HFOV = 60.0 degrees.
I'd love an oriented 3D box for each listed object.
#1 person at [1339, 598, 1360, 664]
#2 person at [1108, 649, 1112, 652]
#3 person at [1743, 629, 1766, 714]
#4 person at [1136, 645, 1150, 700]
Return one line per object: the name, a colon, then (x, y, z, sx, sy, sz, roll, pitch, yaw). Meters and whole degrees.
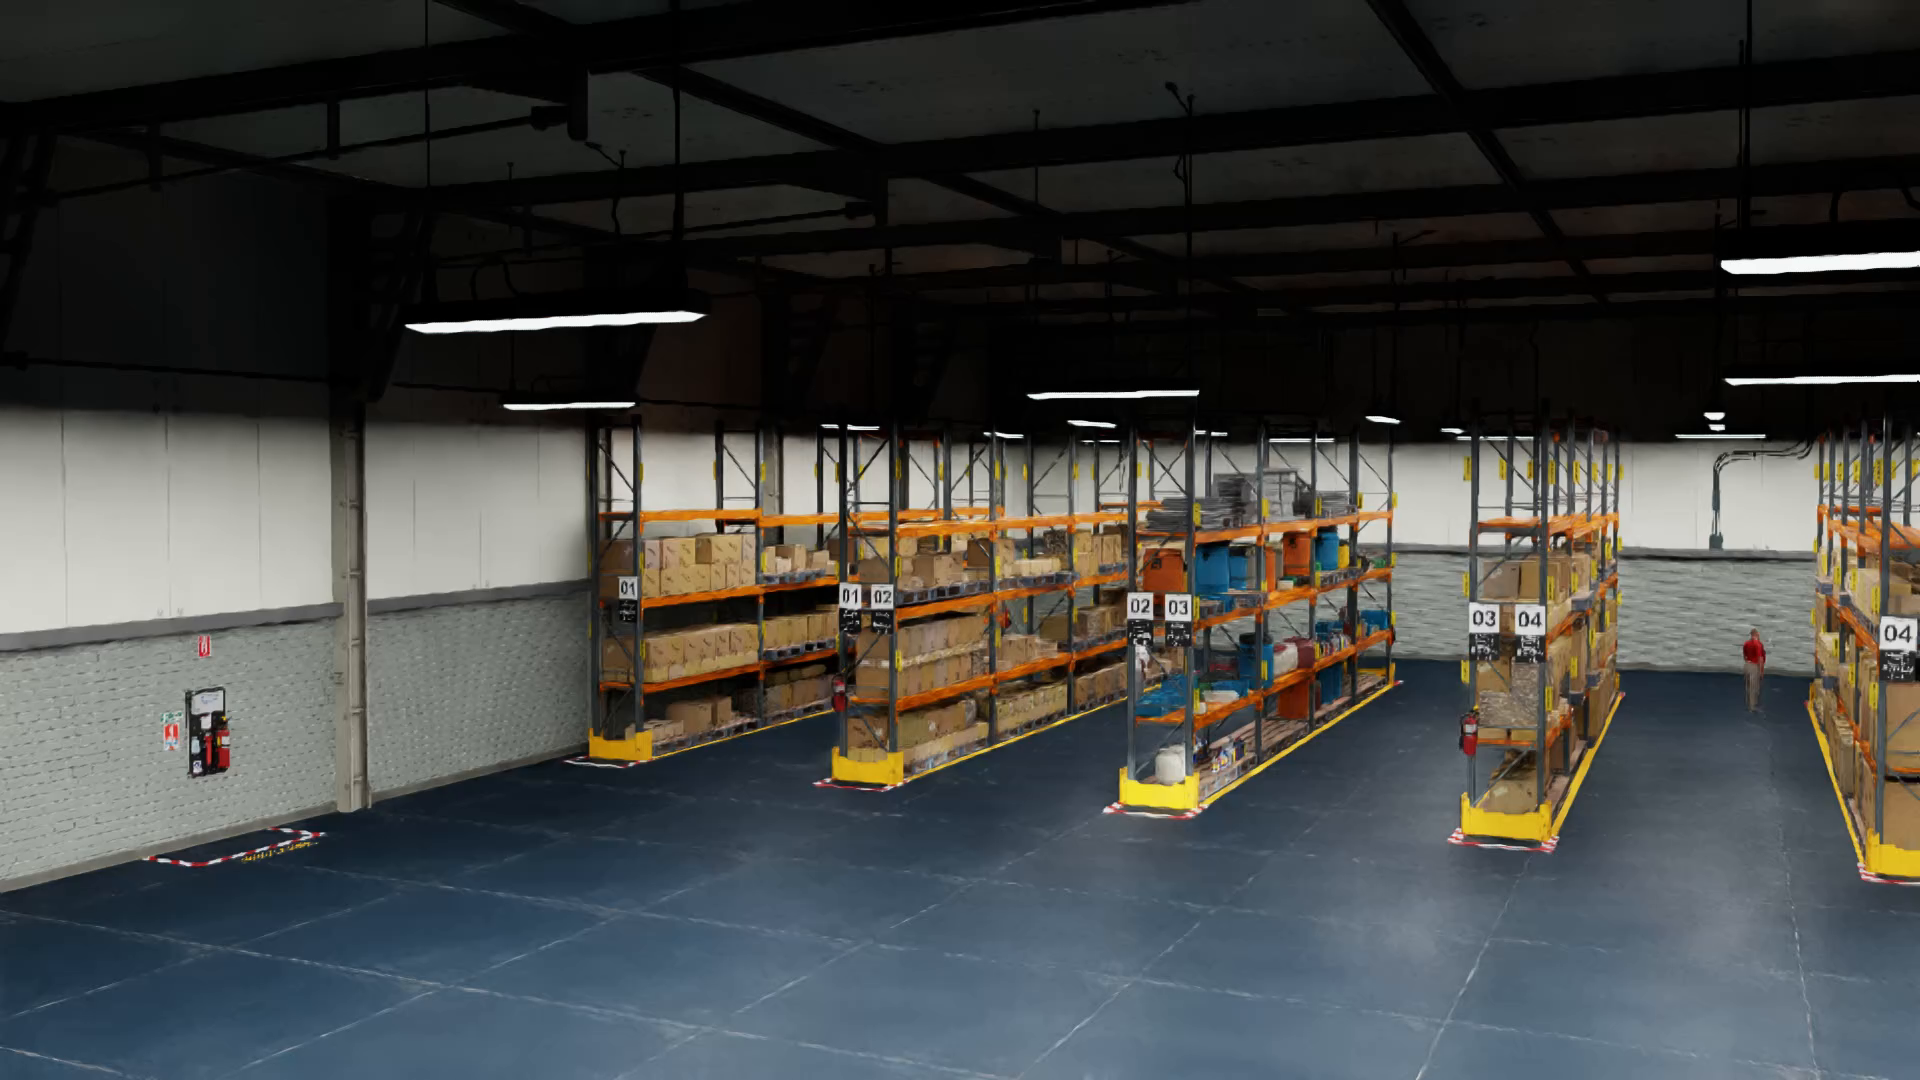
person: (10.112, 2.351, 43.261, 0.589, 1.697, 1.176, 1, 3, 23)
person: (3.921, 2.226, 46.273, 0.719, 1.761, 0.492, -1, 2, -20)
person: (16.510, 2.707, 34.479, 0.450, 1.737, 0.595, 0, 2, -6)
person: (3.800, 2.728, 34.681, 0.422, 1.677, 0.502, 0, 2, -6)
